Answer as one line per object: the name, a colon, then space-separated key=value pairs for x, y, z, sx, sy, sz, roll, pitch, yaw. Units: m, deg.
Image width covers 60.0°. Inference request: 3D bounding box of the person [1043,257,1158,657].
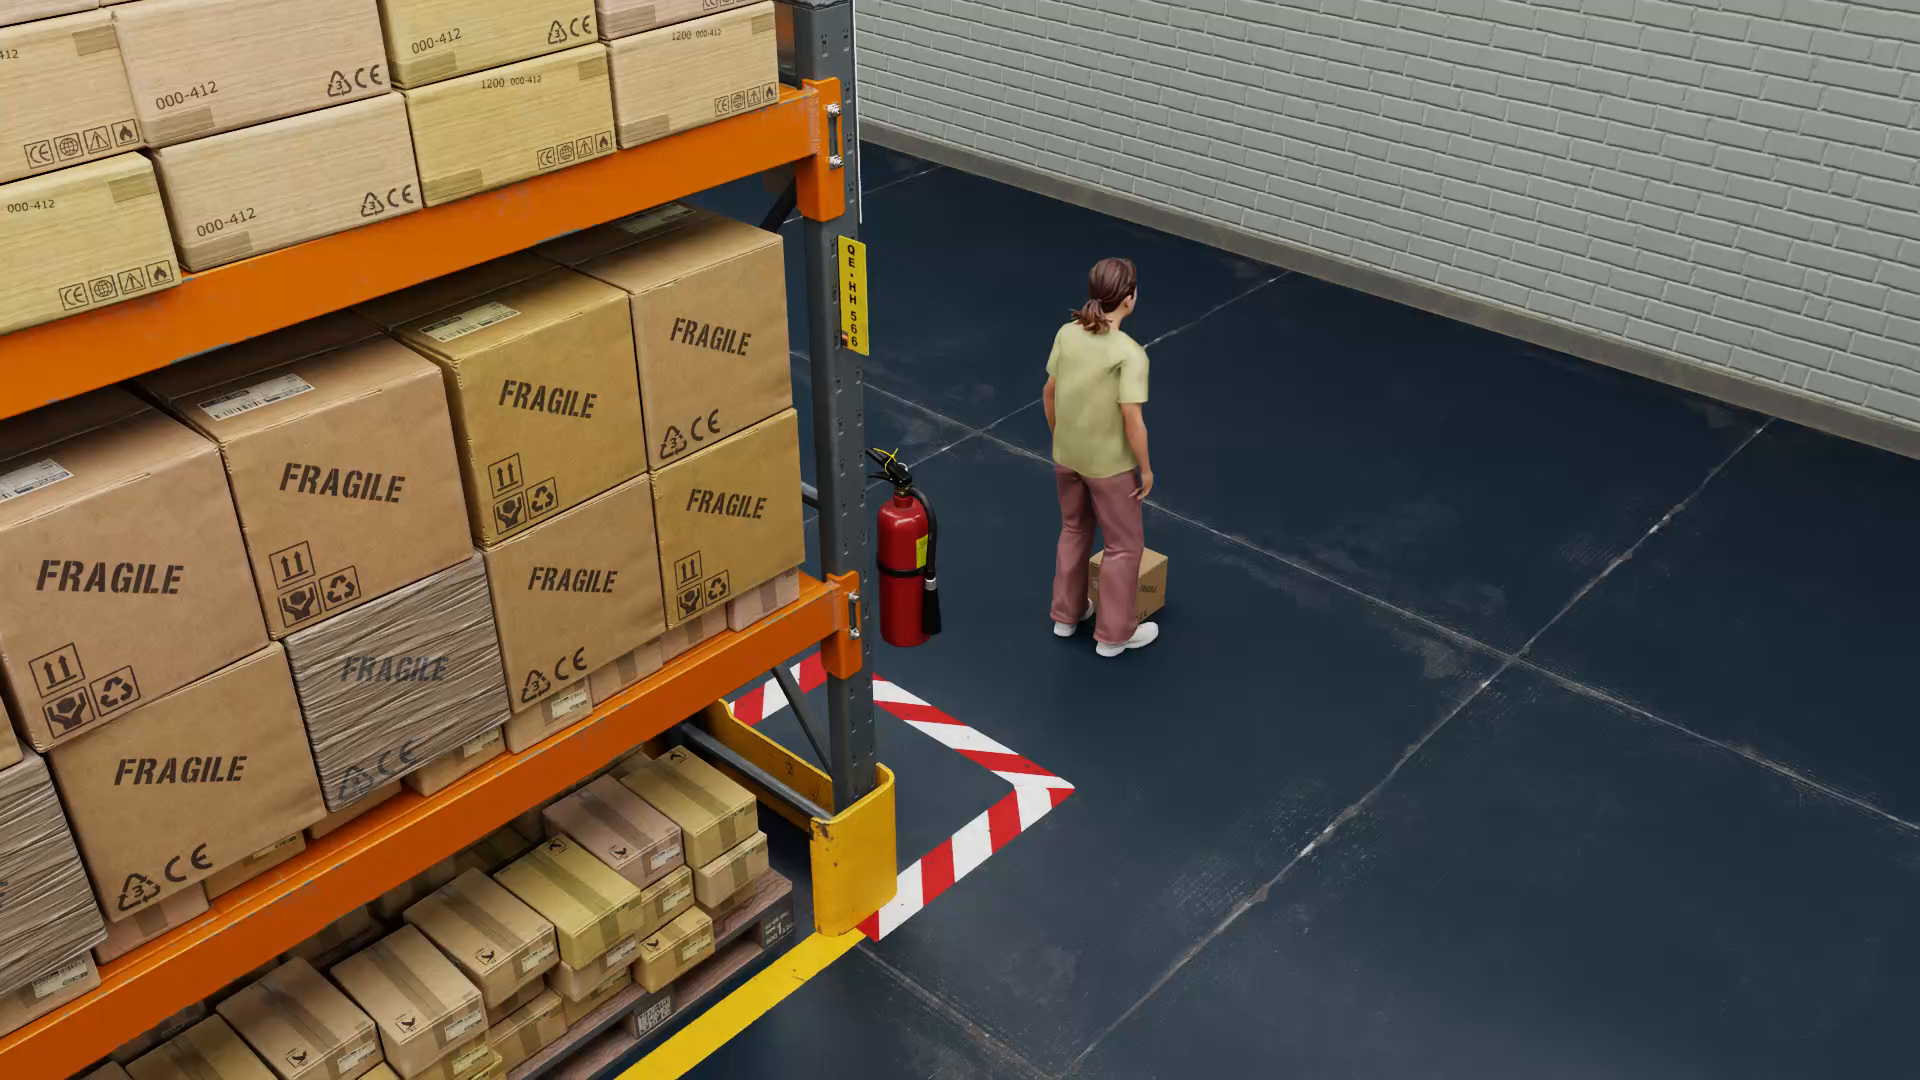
person: x=0.561 y=-0.323 z=6.663 sx=0.499 sy=1.673 sz=0.357 roll=26 pitch=40 yaw=35
